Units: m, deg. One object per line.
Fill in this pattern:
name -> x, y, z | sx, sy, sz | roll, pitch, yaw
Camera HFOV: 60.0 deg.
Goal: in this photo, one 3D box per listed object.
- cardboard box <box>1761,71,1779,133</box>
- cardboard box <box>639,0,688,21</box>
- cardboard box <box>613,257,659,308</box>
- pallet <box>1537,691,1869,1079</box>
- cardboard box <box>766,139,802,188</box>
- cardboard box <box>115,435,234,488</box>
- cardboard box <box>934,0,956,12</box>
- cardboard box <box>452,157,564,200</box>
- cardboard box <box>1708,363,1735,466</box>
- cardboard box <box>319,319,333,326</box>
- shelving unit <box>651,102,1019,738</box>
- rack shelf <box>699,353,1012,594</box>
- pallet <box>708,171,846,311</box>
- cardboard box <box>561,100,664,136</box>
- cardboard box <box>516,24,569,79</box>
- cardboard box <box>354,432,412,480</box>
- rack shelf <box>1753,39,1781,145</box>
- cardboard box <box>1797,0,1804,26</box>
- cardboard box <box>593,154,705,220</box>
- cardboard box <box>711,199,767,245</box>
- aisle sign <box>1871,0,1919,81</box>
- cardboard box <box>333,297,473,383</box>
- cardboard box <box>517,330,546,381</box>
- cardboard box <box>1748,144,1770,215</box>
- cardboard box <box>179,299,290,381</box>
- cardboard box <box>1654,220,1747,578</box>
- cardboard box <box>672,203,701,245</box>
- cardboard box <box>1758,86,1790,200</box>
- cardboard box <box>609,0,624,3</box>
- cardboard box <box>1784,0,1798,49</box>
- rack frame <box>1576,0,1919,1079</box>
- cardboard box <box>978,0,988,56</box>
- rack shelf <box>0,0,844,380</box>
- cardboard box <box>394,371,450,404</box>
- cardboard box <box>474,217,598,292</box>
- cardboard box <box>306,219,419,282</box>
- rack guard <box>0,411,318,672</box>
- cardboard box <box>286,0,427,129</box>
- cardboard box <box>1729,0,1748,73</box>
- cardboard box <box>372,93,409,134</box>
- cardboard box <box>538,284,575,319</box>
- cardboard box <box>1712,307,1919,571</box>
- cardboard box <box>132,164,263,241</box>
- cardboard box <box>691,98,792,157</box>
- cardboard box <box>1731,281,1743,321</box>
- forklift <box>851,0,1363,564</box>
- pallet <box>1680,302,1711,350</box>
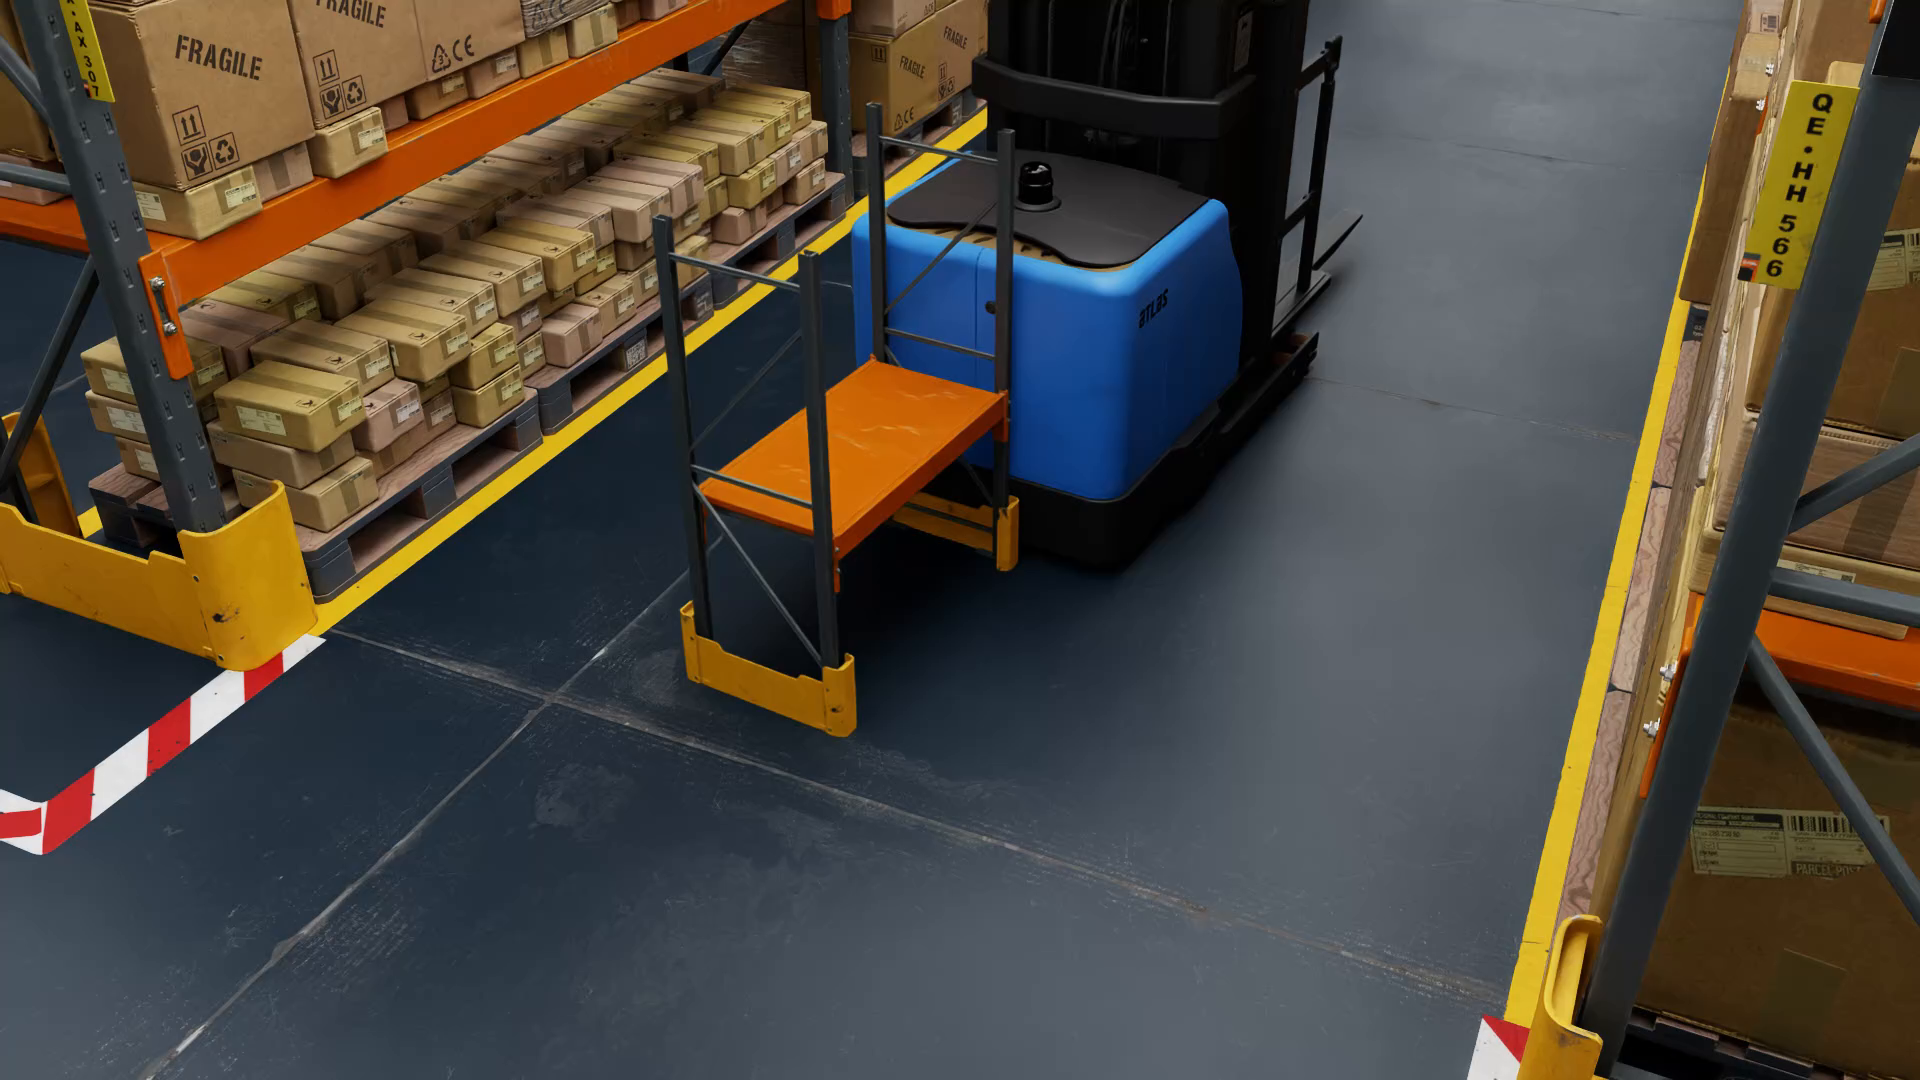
cardboard box -> 2.812, -1.383, 5.353 | 0.380, 0.149, 0.250 | 15, 36, 22
cardboard box -> -1.304, -2.171, 6.555 | 0.380, 0.149, 0.250 | 13, 35, 18
cardboard box -> -1.463, -1.090, 6.893 | 0.380, 0.149, 0.250 | 15, 36, 21
pallet -> 2.047, 0.921, 4.154 | 1.003, 0.211, 1.213 | 14, 36, 20
cardboard box -> -0.951, -1.750, 7.629 | 0.380, 0.149, 0.250 | 12, 35, 18
cardboard box -> -2.648, -0.311, 5.706 | 0.380, 0.149, 0.250 | 15, 36, 21
cardboard box -> -0.236, -3.027, 8.843 | 0.500, 0.250, 0.500 | 15, 36, 22
cardboard box -> -1.876, -1.459, 6.914 | 0.380, 0.149, 0.250 | 13, 35, 19
cardboard box -> 1.847, -0.233, 3.598 | 0.380, 0.149, 0.250 | 14, 36, 21
cardboard box -> -2.502, -0.713, 6.047 | 0.380, 0.149, 0.250 | 13, 35, 19
shelving unit -> -0.321, -0.379, 4.961 | 0.587, 1.500, 1.083 | 18, 37, 25
rack shelf -> -0.317, -0.233, 5.066 | 0.538, 0.185, 1.000 | 18, 37, 25
pallet -> -1.254, -1.501, 7.847 | 1.003, 0.211, 1.213 | 14, 36, 20
cardboard box -> -1.568, -1.857, 7.521 | 0.380, 0.149, 0.250 | 14, 36, 20
cardboard box -> -1.640, -1.787, 5.969 | 0.380, 0.149, 0.250 | 16, 36, 22
cardboard box -> -2.134, -0.338, 5.746 | 0.380, 0.149, 0.250 | 14, 36, 20
rack shelf -> 4.294, -2.517, 7.509 | 1.077, 0.370, 4.000 | 14, 36, 20
cardboard box -> 2.811, -1.773, 4.901 | 0.500, 0.500, 0.500 | 14, 36, 20
cardboard box -> -1.295, -1.476, 6.939 | 0.380, 0.149, 0.250 | 12, 35, 18
cardboard box -> -1.097, -1.463, 7.463 | 0.380, 0.149, 0.250 | 13, 35, 19
aisle sign -> 1.481, -0.950, 2.092 | 0.394, 0.787, 0.004 | 14, 36, 20
cardboard box -> -1.924, -0.694, 5.747 | 0.380, 0.149, 0.250 | 14, 36, 20
cardboard box -> -1.810, -0.714, 6.320 | 0.380, 0.149, 0.250 | 14, 36, 21
cardboard box -> 2.489, -1.000, 4.768 | 0.380, 0.149, 0.250 | 15, 36, 21
cardboard box -> -2.531, -0.684, 5.731 | 0.380, 0.149, 0.250 | 15, 36, 21
cardboard box -> 2.732, -0.350, 5.103 | 0.875, 0.875, 0.875 | 14, 36, 20
cardboard box -> -1.330, -1.379, 7.063 | 0.380, 0.149, 0.250 | 15, 36, 22
cardboard box -> 2.385, -0.960, 4.344 | 0.500, 0.250, 0.500 | 14, 36, 21
cardboard box -> -1.379, -2.365, 6.258 | 0.500, 0.500, 0.500 | 14, 36, 20
cardboard box -> 3.023, -1.709, 5.487 | 0.500, 0.250, 0.500 | 14, 36, 20
rack frame -> 1.781, 0.170, 2.755 | 0.949, 2.616, 0.053 | 14, 36, 20
cardboard box -> -0.029, -2.975, 9.448 | 0.500, 0.500, 0.500 | 15, 36, 21
rack shelf -> -1.842, -1.713, 6.283 | 1.077, 0.370, 4.000 | 14, 36, 20
cardboard box -> -2.039, -0.593, 5.865 | 0.380, 0.149, 0.250 | 15, 36, 21
cardboard box -> -1.619, -1.093, 6.355 | 0.380, 0.149, 0.250 | 15, 36, 21
cardboard box -> -2.310, -1.103, 6.371 | 0.380, 0.149, 0.250 | 16, 36, 22
rack guard -> -2.647, -0.010, 5.310 | 1.175, 0.500, 0.348 | 14, 36, 20
cardboard box -> -2.040, -1.616, 5.117 | 0.500, 0.500, 0.500 | 14, 36, 21
cardboard box -> 4.823, -2.762, 8.781 | 1.225, 0.875, 0.875 | 13, 35, 18
cardboard box -> -2.032, -1.417, 5.405 | 0.380, 0.149, 0.250 | 16, 36, 23
cardboard box -> -1.732, -0.995, 6.477 | 0.380, 0.149, 0.250 | 16, 37, 23
cardboard box -> 1.745, -0.193, 3.175 | 0.500, 0.250, 0.500 | 14, 36, 20
cardboard box -> -2.246, -0.999, 4.767 | 0.380, 0.149, 0.250 | 14, 36, 20
cardboard box -> -0.989, -1.869, 7.539 | 0.380, 0.149, 0.250 | 15, 36, 21
cardboard box -> 2.167, -0.616, 4.182 | 0.380, 0.149, 0.250 | 14, 36, 21
forklift -> 0.804, -1.927, 6.017 | 1.130, 2.935, 3.031 | 18, 37, 25
pallet -> 3.711, -1.057, 7.170 | 1.003, 0.211, 1.213 | 14, 36, 20
